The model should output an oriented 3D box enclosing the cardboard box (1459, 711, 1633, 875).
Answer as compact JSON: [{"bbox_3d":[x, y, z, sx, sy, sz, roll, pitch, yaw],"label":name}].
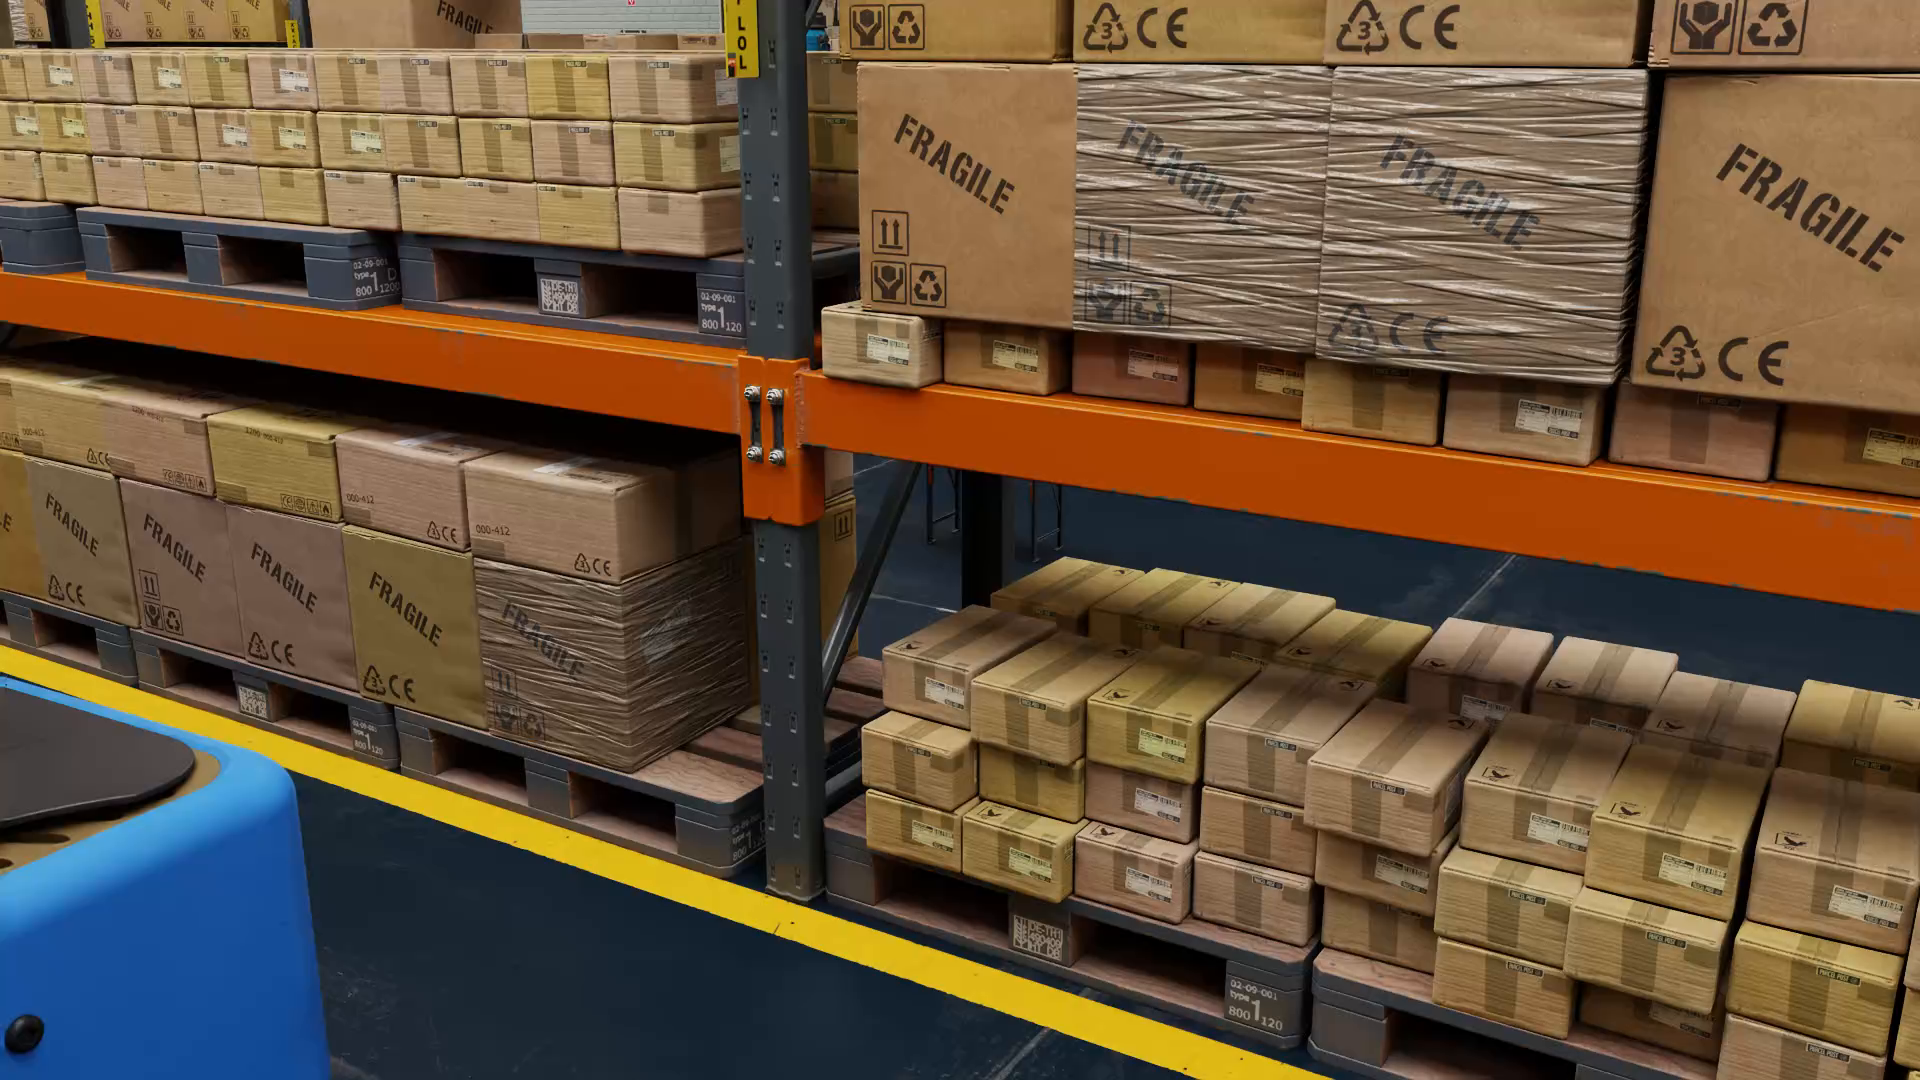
[{"bbox_3d":[1.156,0.490,3.268,0.250,0.149,0.380,9,19,28],"label":"cardboard box"}]

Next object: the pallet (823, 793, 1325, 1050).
[{"bbox_3d":[0.433,0.738,4.088,1.213,0.211,1.003,10,20,30],"label":"pallet"}]

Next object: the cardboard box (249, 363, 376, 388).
[{"bbox_3d":[-1.986,-0.467,5.546,0.500,0.250,0.500,11,20,31],"label":"cardboard box"}]

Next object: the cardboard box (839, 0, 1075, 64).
[{"bbox_3d":[0.099,-1.229,3.362,0.500,0.500,0.500,11,20,31],"label":"cardboard box"}]

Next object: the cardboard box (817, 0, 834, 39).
[{"bbox_3d":[-1.627,-6.688,21.335,0.500,0.500,0.700,10,19,29],"label":"cardboard box"}]

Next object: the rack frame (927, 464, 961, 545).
[{"bbox_3d":[-0.067,-0.586,6.746,0.015,1.200,0.240,10,20,30],"label":"rack frame"}]

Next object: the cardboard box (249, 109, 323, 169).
[{"bbox_3d":[-1.726,-1.124,4.618,0.250,0.149,0.380,10,20,30],"label":"cardboard box"}]

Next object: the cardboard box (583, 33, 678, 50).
[{"bbox_3d":[-1.894,-2.892,10.347,0.500,0.500,0.700,14,22,38],"label":"cardboard box"}]

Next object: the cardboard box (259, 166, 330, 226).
[{"bbox_3d":[-1.712,-0.979,4.653,0.250,0.149,0.380,11,20,32],"label":"cardboard box"}]

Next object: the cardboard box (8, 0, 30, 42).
[{"bbox_3d":[-7.376,-4.245,13.292,0.500,0.500,0.500,10,20,30],"label":"cardboard box"}]

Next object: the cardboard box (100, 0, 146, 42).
[{"bbox_3d":[-6.097,-4.017,12.541,0.500,0.500,0.500,10,20,30],"label":"cardboard box"}]

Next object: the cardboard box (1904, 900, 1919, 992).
[{"bbox_3d":[1.750,0.637,2.782,0.250,0.149,0.380,11,20,32],"label":"cardboard box"}]

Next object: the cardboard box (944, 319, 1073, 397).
[{"bbox_3d":[0.171,-0.424,3.549,0.250,0.149,0.380,11,20,32],"label":"cardboard box"}]

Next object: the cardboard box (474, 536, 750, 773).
[{"bbox_3d":[-0.921,0.255,4.457,0.500,0.500,0.500,10,19,29],"label":"cardboard box"}]

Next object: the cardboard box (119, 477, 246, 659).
[{"bbox_3d":[-2.227,0.021,5.231,0.500,0.500,0.500,10,19,29],"label":"cardboard box"}]

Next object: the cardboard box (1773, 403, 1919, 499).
[{"bbox_3d":[1.538,-0.194,2.793,0.250,0.149,0.380,11,20,31],"label":"cardboard box"}]

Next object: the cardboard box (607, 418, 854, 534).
[{"bbox_3d":[-0.650,-0.231,4.769,0.500,0.250,0.500,9,19,28],"label":"cardboard box"}]

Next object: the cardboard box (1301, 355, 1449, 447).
[{"bbox_3d":[0.835,-0.299,3.138,0.250,0.149,0.380,11,20,31],"label":"cardboard box"}]

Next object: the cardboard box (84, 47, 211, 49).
[{"bbox_3d":[-2.909,-1.702,6.010,0.250,0.149,0.380,9,19,28],"label":"cardboard box"}]

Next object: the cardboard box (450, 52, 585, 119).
[{"bbox_3d":[-1.051,-1.148,4.186,0.250,0.149,0.380,9,19,28],"label":"cardboard box"}]

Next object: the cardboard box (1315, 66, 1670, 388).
[{"bbox_3d":[0.968,-0.583,2.955,0.500,0.500,0.500,10,19,29],"label":"cardboard box"}]

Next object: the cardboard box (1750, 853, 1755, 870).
[{"bbox_3d":[1.564,0.568,3.520,0.250,0.149,0.380,11,20,33],"label":"cardboard box"}]

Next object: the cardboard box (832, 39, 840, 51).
[{"bbox_3d":[-1.412,-6.269,21.071,0.250,0.149,0.380,9,19,28],"label":"cardboard box"}]

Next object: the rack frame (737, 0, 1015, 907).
[{"bbox_3d":[-0.158,-0.689,3.990,0.127,3.000,1.000,10,20,30],"label":"rack frame"}]

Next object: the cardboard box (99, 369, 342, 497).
[{"bbox_3d":[-2.259,-0.341,5.131,0.500,0.250,0.500,10,20,30],"label":"cardboard box"}]

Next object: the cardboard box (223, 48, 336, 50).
[{"bbox_3d":[-2.244,-1.584,5.621,0.250,0.149,0.380,11,20,32],"label":"cardboard box"}]

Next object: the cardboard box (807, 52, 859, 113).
[{"bbox_3d":[-0.253,-1.229,4.451,0.250,0.149,0.380,11,20,33],"label":"cardboard box"}]

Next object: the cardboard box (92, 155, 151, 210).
[{"bbox_3d":[-2.373,-1.098,5.045,0.250,0.149,0.380,11,20,32],"label":"cardboard box"}]

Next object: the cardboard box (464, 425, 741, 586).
[{"bbox_3d":[-0.925,-0.104,4.350,0.500,0.250,0.500,10,19,29],"label":"cardboard box"}]

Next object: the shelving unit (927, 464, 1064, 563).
[{"bbox_3d":[0.141,-0.549,6.624,0.503,1.200,0.258,10,20,30],"label":"shelving unit"}]

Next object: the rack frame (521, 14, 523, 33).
[{"bbox_3d":[-5.110,-4.954,18.031,0.127,3.000,1.000,10,20,30],"label":"rack frame"}]

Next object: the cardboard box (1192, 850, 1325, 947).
[{"bbox_3d":[0.692,0.700,3.597,0.250,0.149,0.380,10,19,29],"label":"cardboard box"}]

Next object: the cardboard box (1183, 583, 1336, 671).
[{"bbox_3d":[0.736,0.244,4.076,0.250,0.149,0.380,10,20,30],"label":"cardboard box"}]

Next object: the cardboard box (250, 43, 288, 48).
[{"bbox_3d":[-4.644,-3.393,12.207,0.500,0.500,0.875,10,20,30],"label":"cardboard box"}]

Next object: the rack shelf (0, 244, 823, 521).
[{"bbox_3d":[-1.862,-0.649,5.096,4.000,0.370,1.077,10,20,30],"label":"rack shelf"}]

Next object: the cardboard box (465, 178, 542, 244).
[{"bbox_3d":[-1.033,-0.859,4.259,0.250,0.149,0.380,10,20,30],"label":"cardboard box"}]

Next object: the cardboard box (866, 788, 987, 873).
[{"bbox_3d":[-0.016,0.609,3.899,0.250,0.149,0.380,9,19,28],"label":"cardboard box"}]

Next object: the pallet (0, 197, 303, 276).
[{"bbox_3d":[-2.904,-1.124,5.751,1.003,0.211,1.213,10,20,30],"label":"pallet"}]

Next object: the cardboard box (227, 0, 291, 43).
[{"bbox_3d":[-4.821,-3.788,11.787,0.500,0.500,0.500,10,20,30],"label":"cardboard box"}]

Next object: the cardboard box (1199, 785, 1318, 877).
[{"bbox_3d":[0.701,0.552,3.574,0.250,0.149,0.380,9,19,27],"label":"cardboard box"}]

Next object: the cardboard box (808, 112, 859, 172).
[{"bbox_3d":[-0.253,-1.086,4.495,0.250,0.149,0.380,10,20,31],"label":"cardboard box"}]

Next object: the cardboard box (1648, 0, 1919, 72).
[{"bbox_3d":[1.398,-0.991,2.579,0.500,0.500,0.500,9,19,28],"label":"cardboard box"}]

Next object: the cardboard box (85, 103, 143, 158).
[{"bbox_3d":[-2.372,-1.241,5.003,0.250,0.149,0.380,10,20,30],"label":"cardboard box"}]

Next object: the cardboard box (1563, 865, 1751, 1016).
[{"bbox_3d":[1.302,0.697,3.095,0.250,0.149,0.380,10,20,31],"label":"cardboard box"}]

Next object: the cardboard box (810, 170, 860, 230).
[{"bbox_3d":[-0.253,-0.944,4.538,0.250,0.149,0.380,9,19,27],"label":"cardboard box"}]

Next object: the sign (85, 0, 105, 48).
[{"bbox_3d":[-3.291,-1.950,6.283,0.005,0.325,0.100,10,20,30],"label":"sign"}]

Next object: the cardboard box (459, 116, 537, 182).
[{"bbox_3d":[-1.036,-1.002,4.218,0.250,0.149,0.380,11,20,32],"label":"cardboard box"}]

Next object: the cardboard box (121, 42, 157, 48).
[{"bbox_3d":[-5.935,-3.615,12.939,0.500,0.500,0.875,10,20,30],"label":"cardboard box"}]

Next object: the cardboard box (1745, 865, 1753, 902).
[{"bbox_3d":[1.646,0.691,3.627,0.250,0.149,0.380,10,20,30],"label":"cardboard box"}]

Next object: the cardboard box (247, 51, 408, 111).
[{"bbox_3d":[-1.713,-1.266,4.574,0.250,0.149,0.380,9,19,28],"label":"cardboard box"}]

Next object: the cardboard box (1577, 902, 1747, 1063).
[{"bbox_3d":[1.375,0.817,3.213,0.250,0.149,0.380,11,20,32],"label":"cardboard box"}]

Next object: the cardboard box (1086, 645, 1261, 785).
[{"bbox_3d":[0.472,0.376,3.643,0.250,0.149,0.380,10,19,29],"label":"cardboard box"}]

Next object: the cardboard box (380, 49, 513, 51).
[{"bbox_3d":[-1.587,-1.465,5.230,0.250,0.149,0.380,11,20,32],"label":"cardboard box"}]

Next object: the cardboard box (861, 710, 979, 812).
[{"bbox_3d":[-0.017,0.466,3.858,0.250,0.149,0.380,11,20,33],"label":"cardboard box"}]

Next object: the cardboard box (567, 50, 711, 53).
[{"bbox_3d":[-0.922,-1.348,4.843,0.250,0.149,0.380,10,19,29],"label":"cardboard box"}]

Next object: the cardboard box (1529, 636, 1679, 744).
[{"bbox_3d":[1.431,0.359,3.698,0.250,0.149,0.380,9,19,28],"label":"cardboard box"}]

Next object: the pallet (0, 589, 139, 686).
[{"bbox_3d":[-2.902,0.156,6.006,1.213,0.211,1.003,10,20,30],"label":"pallet"}]

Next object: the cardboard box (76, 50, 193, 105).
[{"bbox_3d":[-2.380,-1.385,4.967,0.250,0.149,0.380,11,20,33],"label":"cardboard box"}]
